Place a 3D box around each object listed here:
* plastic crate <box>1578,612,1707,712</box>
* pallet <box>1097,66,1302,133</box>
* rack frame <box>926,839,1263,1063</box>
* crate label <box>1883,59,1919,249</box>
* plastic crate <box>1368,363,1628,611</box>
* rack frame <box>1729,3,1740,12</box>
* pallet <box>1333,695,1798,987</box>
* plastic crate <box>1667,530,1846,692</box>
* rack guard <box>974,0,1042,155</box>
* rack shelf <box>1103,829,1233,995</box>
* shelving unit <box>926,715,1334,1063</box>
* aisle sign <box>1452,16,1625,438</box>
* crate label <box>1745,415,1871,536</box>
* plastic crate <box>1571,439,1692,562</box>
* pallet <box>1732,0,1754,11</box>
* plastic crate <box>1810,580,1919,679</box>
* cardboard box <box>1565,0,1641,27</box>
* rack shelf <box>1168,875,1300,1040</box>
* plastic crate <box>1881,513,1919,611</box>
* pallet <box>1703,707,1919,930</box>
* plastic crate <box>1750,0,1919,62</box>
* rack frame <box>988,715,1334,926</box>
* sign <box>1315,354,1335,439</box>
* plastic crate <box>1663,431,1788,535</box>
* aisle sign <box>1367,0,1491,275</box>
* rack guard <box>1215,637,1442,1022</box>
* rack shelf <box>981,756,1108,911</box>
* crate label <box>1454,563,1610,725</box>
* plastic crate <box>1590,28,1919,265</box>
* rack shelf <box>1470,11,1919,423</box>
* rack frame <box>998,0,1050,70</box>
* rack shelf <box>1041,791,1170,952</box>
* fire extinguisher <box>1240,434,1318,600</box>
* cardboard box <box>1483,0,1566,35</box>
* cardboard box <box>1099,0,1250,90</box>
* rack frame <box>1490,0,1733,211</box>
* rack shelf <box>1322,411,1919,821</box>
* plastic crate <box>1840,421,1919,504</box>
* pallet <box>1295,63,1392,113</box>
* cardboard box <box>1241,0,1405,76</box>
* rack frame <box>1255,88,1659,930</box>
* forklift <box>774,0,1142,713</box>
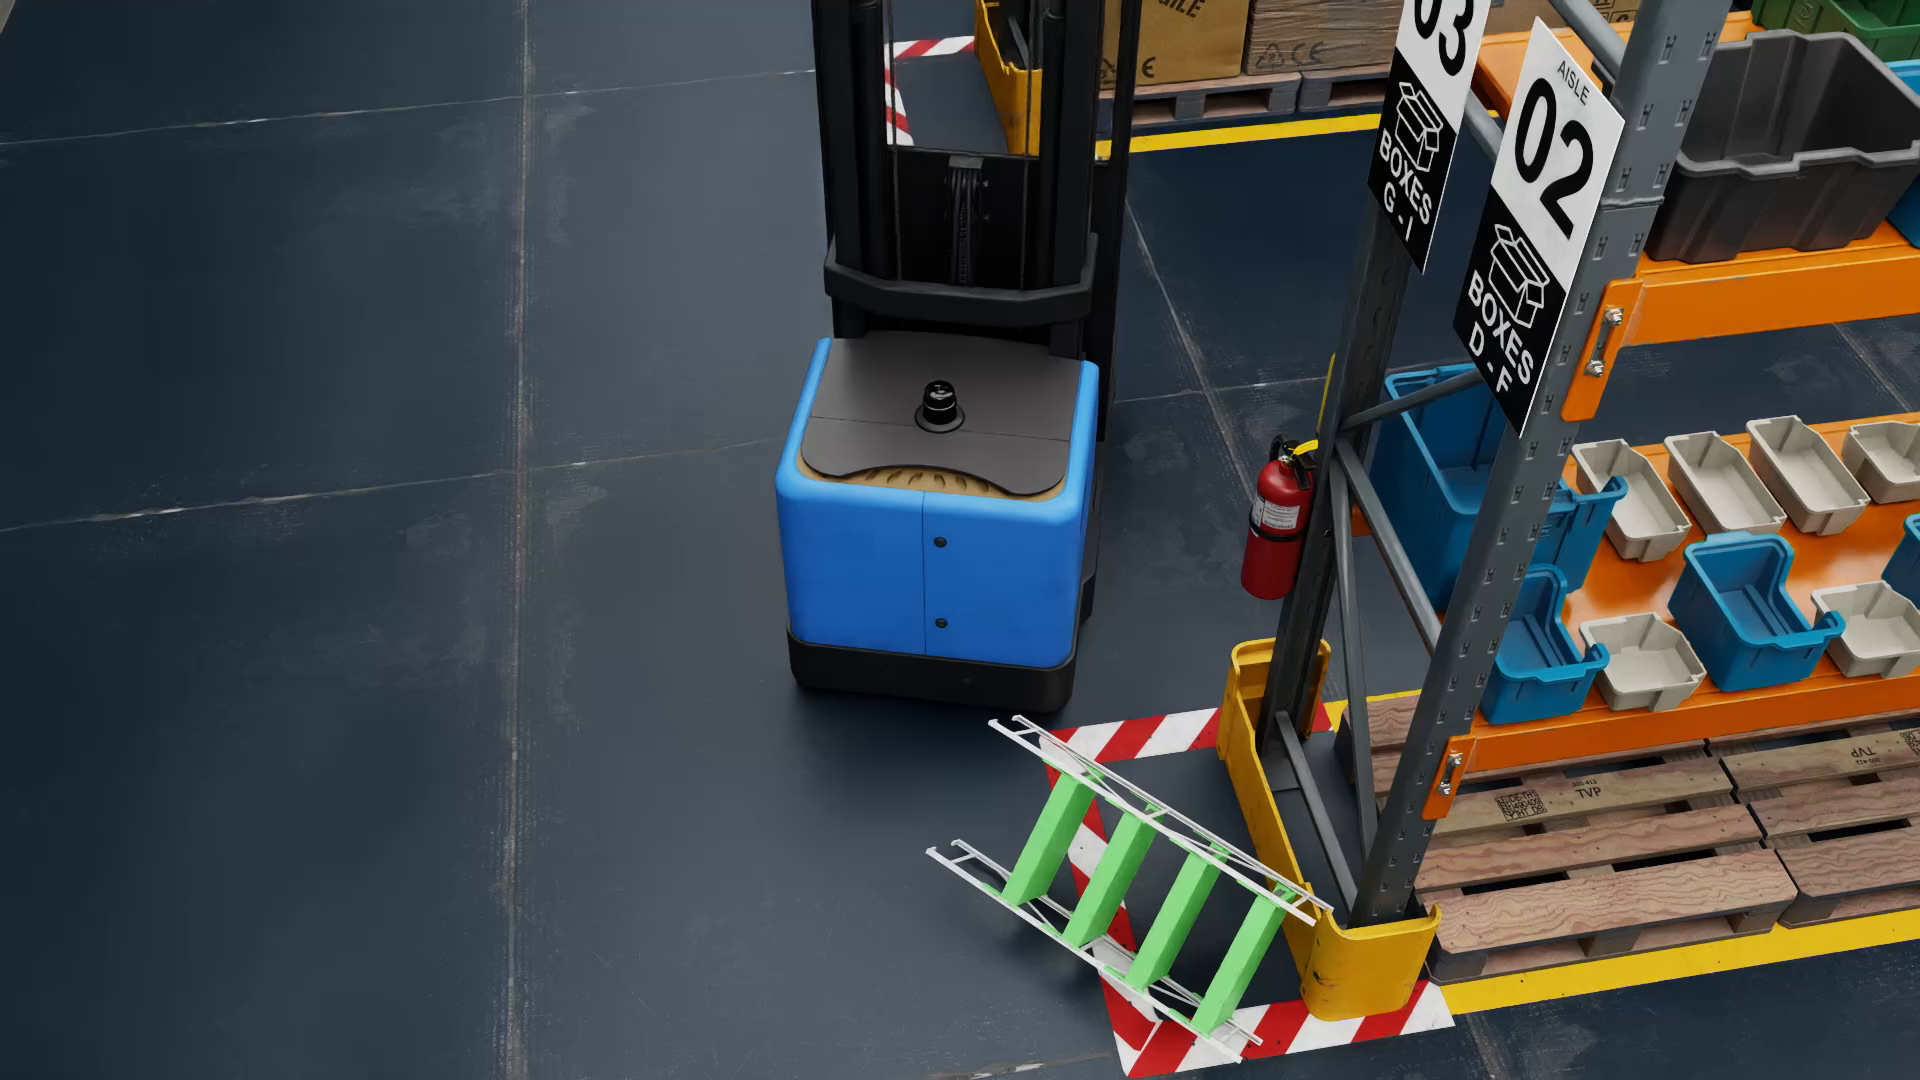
[{"bbox_3d":[1.837,0.340,4.481,0.298,0.136,0.250,-7,46,-7],"label":"plastic crate"},{"bbox_3d":[1.137,-2.654,9.160,1.213,0.211,1.003,-7,46,-7],"label":"pallet"},{"bbox_3d":[0.419,1.302,5.356,1.200,0.015,0.240,30,12,24],"label":"rack frame"},{"bbox_3d":[2.171,-0.826,3.483,0.502,0.251,0.408,-7,46,-7],"label":"crate label"},{"bbox_3d":[1.505,-0.160,4.755,0.499,0.435,0.616,-7,46,-7],"label":"plastic crate"},{"bbox_3d":[4.304,-3.959,8.481,0.127,3.000,1.000,-7,46,-7],"label":"rack frame"},{"bbox_3d":[2.026,0.941,5.697,1.213,0.211,1.003,-7,46,-7],"label":"pallet"},{"bbox_3d":[2.155,0.207,4.543,0.300,0.233,0.416,-7,46,-7],"label":"plastic crate"},{"bbox_3d":[0.339,-2.597,8.905,0.348,0.500,1.175,-7,46,-7],"label":"rack guard"},{"bbox_3d":[0.661,1.164,5.241,0.148,0.480,0.258,30,12,24],"label":"rack shelf"},{"bbox_3d":[0.521,1.084,5.312,1.200,0.503,0.258,30,12,24],"label":"shelving unit"},{"bbox_3d":[1.187,-0.635,3.474,0.004,0.787,0.394,-7,46,-7],"label":"aisle sign"},{"bbox_3d":[2.538,-0.188,4.990,0.243,0.136,0.396,-7,46,-7],"label":"crate label"},{"bbox_3d":[1.980,-0.111,4.915,0.243,0.136,0.396,-7,46,-7],"label":"plastic crate"},{"bbox_3d":[5.051,-3.140,9.628,1.213,0.211,1.003,-7,46,-7],"label":"pallet"},{"bbox_3d":[2.505,0.257,4.561,0.298,0.136,0.250,-7,46,-7],"label":"plastic crate"},{"bbox_3d":[3.640,-3.343,9.072,0.875,0.875,0.875,-7,46,-7],"label":"cardboard box"},{"bbox_3d":[0.852,1.273,5.144,0.148,0.480,0.258,30,12,24],"label":"rack shelf"},{"bbox_3d":[2.804,0.126,4.620,0.300,0.233,0.416,-7,46,-7],"label":"plastic crate"},{"bbox_3d":[3.226,0.793,5.839,1.213,0.211,1.003,-7,46,-7],"label":"pallet"},{"bbox_3d":[2.130,-1.244,3.930,0.336,0.188,0.450,-7,46,-7],"label":"plastic crate"},{"bbox_3d":[0.623,0.867,5.267,1.200,0.015,0.240,30,12,24],"label":"rack frame"},{"bbox_3d":[1.097,-0.398,4.937,0.005,0.325,0.100,-7,46,-7],"label":"sign"},{"bbox_3d":[2.268,-0.136,4.940,0.243,0.136,0.396,-7,46,-7],"label":"plastic crate"},{"bbox_3d":[1.086,-1.054,3.877,0.004,0.787,0.394,-7,46,-7],"label":"aisle sign"},{"bbox_3d":[1.186,0.926,5.510,0.348,0.500,1.175,-7,46,-7],"label":"rack guard"},{"bbox_3d":[0.280,0.946,5.434,0.148,0.480,0.258,30,12,24],"label":"rack shelf"},{"bbox_3d":[1.507,0.287,4.465,0.303,0.233,0.416,-7,46,-7],"label":"crate label"},{"bbox_3d":[1.634,-0.798,3.444,0.590,0.269,0.497,-7,46,-7],"label":"plastic crate"},{"bbox_3d":[3.178,-0.990,4.037,4.000,0.370,1.077,-7,46,-7],"label":"rack shelf"},{"bbox_3d":[0.363,-3.468,8.008,0.127,3.000,1.000,-7,46,-7],"label":"rack frame"},{"bbox_3d":[0.470,1.055,5.337,0.148,0.480,0.258,30,12,24],"label":"rack shelf"},{"bbox_3d":[0.981,-0.101,5.077,0.183,0.674,0.296,-7,46,-7],"label":"fire extinguisher"},{"bbox_3d":[2.753,-3.233,8.965,0.875,0.875,0.875,-7,46,-7],"label":"cardboard box"},{"bbox_3d":[0.980,-3.011,8.752,0.875,0.875,0.875,-7,46,-7],"label":"cardboard box"},{"bbox_3d":[1.207,-2.035,2.461,0.127,3.000,1.000,-7,46,-7],"label":"rack frame"},{"bbox_3d":[3.178,0.051,5.118,4.000,0.370,1.077,-7,46,-7],"label":"rack shelf"},{"bbox_3d":[2.827,-0.237,5.037,0.250,0.136,0.298,-7,46,-7],"label":"plastic crate"},{"bbox_3d":[2.337,-2.801,9.302,1.213,0.211,1.003,-7,46,-7],"label":"pallet"},{"bbox_3d":[1.876,-3.123,8.860,0.875,0.875,0.875,-7,46,-7],"label":"cardboard box"},{"bbox_3d":[1.207,0.047,4.622,0.127,3.000,1.000,-7,46,-7],"label":"rack frame"},{"bbox_3d":[0.087,-1.462,6.123,1.130,2.935,3.031,6,46,6],"label":"forklift"}]
